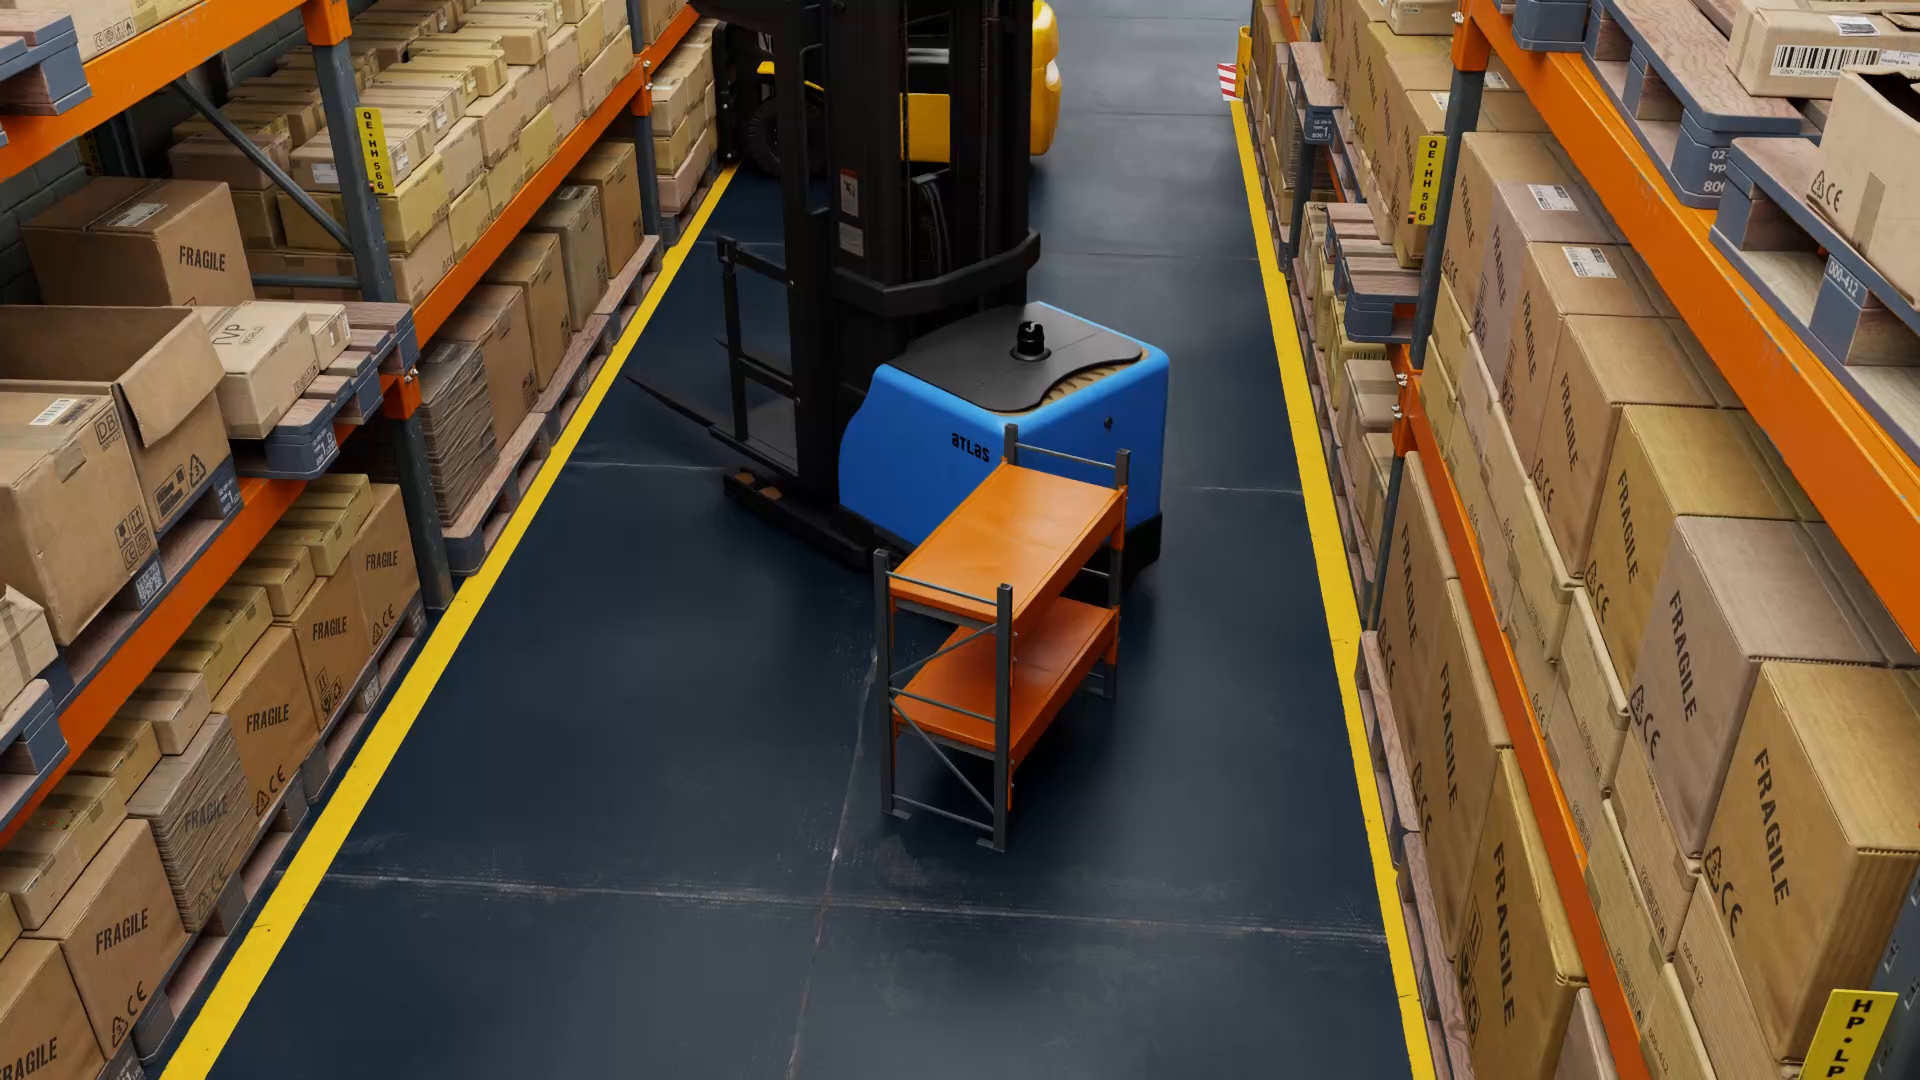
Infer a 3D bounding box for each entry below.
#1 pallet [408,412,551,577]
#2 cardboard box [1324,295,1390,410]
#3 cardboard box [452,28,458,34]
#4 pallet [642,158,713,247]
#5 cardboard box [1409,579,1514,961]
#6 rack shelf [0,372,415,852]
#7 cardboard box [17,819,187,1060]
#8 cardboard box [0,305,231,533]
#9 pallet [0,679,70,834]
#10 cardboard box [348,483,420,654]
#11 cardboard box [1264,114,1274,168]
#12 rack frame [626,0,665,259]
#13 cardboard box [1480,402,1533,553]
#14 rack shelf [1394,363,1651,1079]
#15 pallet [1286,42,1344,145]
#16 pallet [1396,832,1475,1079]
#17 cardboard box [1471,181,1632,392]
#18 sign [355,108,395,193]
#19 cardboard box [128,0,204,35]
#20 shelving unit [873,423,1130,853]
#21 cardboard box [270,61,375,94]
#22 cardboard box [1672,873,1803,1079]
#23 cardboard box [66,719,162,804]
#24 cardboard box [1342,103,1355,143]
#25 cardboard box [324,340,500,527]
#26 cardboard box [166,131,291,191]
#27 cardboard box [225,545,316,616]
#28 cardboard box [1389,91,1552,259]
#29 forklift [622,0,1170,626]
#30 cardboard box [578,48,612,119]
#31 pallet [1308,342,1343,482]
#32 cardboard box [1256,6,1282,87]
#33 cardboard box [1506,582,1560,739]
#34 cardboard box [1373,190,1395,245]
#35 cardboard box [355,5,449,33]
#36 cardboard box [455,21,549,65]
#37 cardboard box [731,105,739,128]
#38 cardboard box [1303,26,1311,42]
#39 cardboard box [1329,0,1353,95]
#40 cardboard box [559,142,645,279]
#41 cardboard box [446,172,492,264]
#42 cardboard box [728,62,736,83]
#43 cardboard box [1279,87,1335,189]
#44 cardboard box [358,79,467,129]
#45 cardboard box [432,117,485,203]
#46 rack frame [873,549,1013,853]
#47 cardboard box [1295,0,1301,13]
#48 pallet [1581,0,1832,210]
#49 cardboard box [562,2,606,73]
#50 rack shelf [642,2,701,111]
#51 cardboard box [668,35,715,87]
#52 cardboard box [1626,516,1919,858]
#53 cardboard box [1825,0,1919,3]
[{"bbox_3d":[-2.628,-0.257,7.966,1.003,0.211,1.213,2,32,4],"label":"pallet"},{"bbox_3d":[2.389,-0.943,8.526,0.950,0.372,0.625,3,32,6],"label":"cardboard box"},{"bbox_3d":[-2.809,-2.471,8.568,0.500,0.250,0.500,2,32,3],"label":"cardboard box"},{"bbox_3d":[-2.302,-2.334,11.336,1.003,0.211,1.213,2,32,4],"label":"pallet"},{"bbox_3d":[1.998,0.744,5.308,0.875,0.875,0.875,3,32,5],"label":"cardboard box"},{"bbox_3d":[-2.897,0.337,5.031,1.077,0.370,4.000,2,32,4],"label":"rack shelf"},{"bbox_3d":[-2.718,1.178,4.961,0.500,0.500,0.500,2,32,3],"label":"cardboard box"},{"bbox_3d":[-2.683,-0.377,5.004,0.797,0.503,0.637,2,32,3],"label":"cardboard box"},{"bbox_3d":[-2.886,0.745,3.866,1.003,0.211,1.213,2,32,4],"label":"pallet"},{"bbox_3d":[-2.554,0.100,6.711,0.500,0.500,0.500,3,32,5],"label":"cardboard box"},{"bbox_3d":[2.399,-2.770,11.607,0.500,0.250,0.500,3,32,5],"label":"cardboard box"},{"bbox_3d":[-2.408,-3.107,9.933,1.000,3.000,0.127,2,32,4],"label":"rack frame"},{"bbox_3d":[1.830,-0.170,4.833,0.500,0.250,0.500,2,32,4],"label":"cardboard box"},{"bbox_3d":[2.051,0.547,4.690,1.077,0.370,4.000,2,32,4],"label":"rack shelf"},{"bbox_3d":[2.332,-2.422,9.004,1.003,0.211,1.213,2,32,4],"label":"pallet"},{"bbox_3d":[1.972,1.427,5.233,1.003,0.211,1.213,2,32,4],"label":"pallet"},{"bbox_3d":[1.899,-0.766,5.086,0.500,0.500,0.500,3,32,4],"label":"cardboard box"},{"bbox_3d":[-2.192,-1.457,6.226,0.100,0.325,0.005,2,32,4],"label":"sign"},{"bbox_3d":[-2.574,-1.687,4.912,0.500,0.250,0.500,3,32,4],"label":"cardboard box"},{"bbox_3d":[0.170,0.335,6.133,0.538,1.125,1.048,15,35,23],"label":"shelving unit"},{"bbox_3d":[-2.868,-2.052,7.507,0.380,0.149,0.250,2,32,4],"label":"cardboard box"},{"bbox_3d":[1.681,0.896,3.103,0.500,0.250,0.500,2,32,4],"label":"cardboard box"},{"bbox_3d":[-2.729,0.681,5.150,0.380,0.149,0.250,3,32,4],"label":"cardboard box"},{"bbox_3d":[2.045,-2.013,7.997,0.380,0.149,0.250,4,32,6],"label":"cardboard box"},{"bbox_3d":[-2.670,-0.509,7.580,0.875,0.625,0.625,3,32,6],"label":"cardboard box"},{"bbox_3d":[-2.909,-1.513,6.632,0.380,0.149,0.250,3,32,6],"label":"cardboard box"},{"bbox_3d":[-2.579,0.143,6.024,0.380,0.149,0.250,1,32,2],"label":"cardboard box"},{"bbox_3d":[1.973,-1.403,6.388,0.500,0.500,0.500,2,32,3],"label":"cardboard box"},{"bbox_3d":[-0.488,-1.502,7.393,1.130,2.935,3.031,-27,41,-36],"label":"forklift"},{"bbox_3d":[-2.224,-2.505,9.099,0.500,0.250,0.500,2,32,4],"label":"cardboard box"},{"bbox_3d":[2.380,-0.663,8.625,1.003,0.211,1.213,2,32,4],"label":"pallet"},{"bbox_3d":[2.484,-3.620,12.271,0.500,0.500,0.500,1,32,2],"label":"cardboard box"},{"bbox_3d":[1.813,0.305,4.539,0.500,0.250,0.500,2,32,4],"label":"cardboard box"},{"bbox_3d":[1.931,-1.336,6.897,0.380,0.149,0.250,2,32,4],"label":"cardboard box"},{"bbox_3d":[-2.807,-2.587,8.375,0.380,0.149,0.250,2,32,4],"label":"cardboard box"},{"bbox_3d":[-2.234,-2.426,8.115,0.380,0.149,0.250,2,32,3],"label":"cardboard box"},{"bbox_3d":[-1.926,-3.154,12.230,0.500,0.250,0.500,3,32,6],"label":"cardboard box"},{"bbox_3d":[2.261,-2.971,9.952,0.380,0.149,0.250,2,32,3],"label":"cardboard box"},{"bbox_3d":[2.121,-2.492,8.156,0.500,0.500,0.500,2,32,4],"label":"cardboard box"},{"bbox_3d":[-2.440,-2.002,10.002,0.875,0.625,0.625,4,32,6],"label":"cardboard box"},{"bbox_3d":[-2.408,-1.436,7.364,0.500,0.250,0.500,2,32,3],"label":"cardboard box"},{"bbox_3d":[-1.928,-3.358,12.084,0.500,0.250,0.500,2,32,4],"label":"cardboard box"},{"bbox_3d":[2.320,-2.545,10.527,0.500,0.500,0.500,2,32,3],"label":"cardboard box"},{"bbox_3d":[-2.390,-1.901,7.262,0.380,0.149,0.250,3,32,5],"label":"cardboard box"},{"bbox_3d":[-2.413,-1.648,7.231,0.500,0.250,0.500,3,32,6],"label":"cardboard box"},{"bbox_3d":[-0.059,0.574,5.747,0.500,1.125,0.032,15,35,23],"label":"rack frame"},{"bbox_3d":[2.362,-3.579,10.319,0.500,0.500,0.500,3,32,6],"label":"cardboard box"},{"bbox_3d":[2.126,-1.078,3.961,1.003,0.211,1.213,4,32,6],"label":"pallet"},{"bbox_3d":[-2.228,-2.719,8.970,0.500,0.250,0.500,2,32,3],"label":"cardboard box"},{"bbox_3d":[-2.246,-3.847,11.819,1.077,0.370,4.000,2,32,4],"label":"rack shelf"},{"bbox_3d":[-1.976,-3.308,11.527,0.500,0.250,0.500,3,32,6],"label":"cardboard box"},{"bbox_3d":[1.709,0.303,3.351,0.500,0.500,0.500,3,32,5],"label":"cardboard box"},{"bbox_3d":[2.359,-1.370,3.759,0.500,0.500,0.500,3,32,4],"label":"cardboard box"}]
